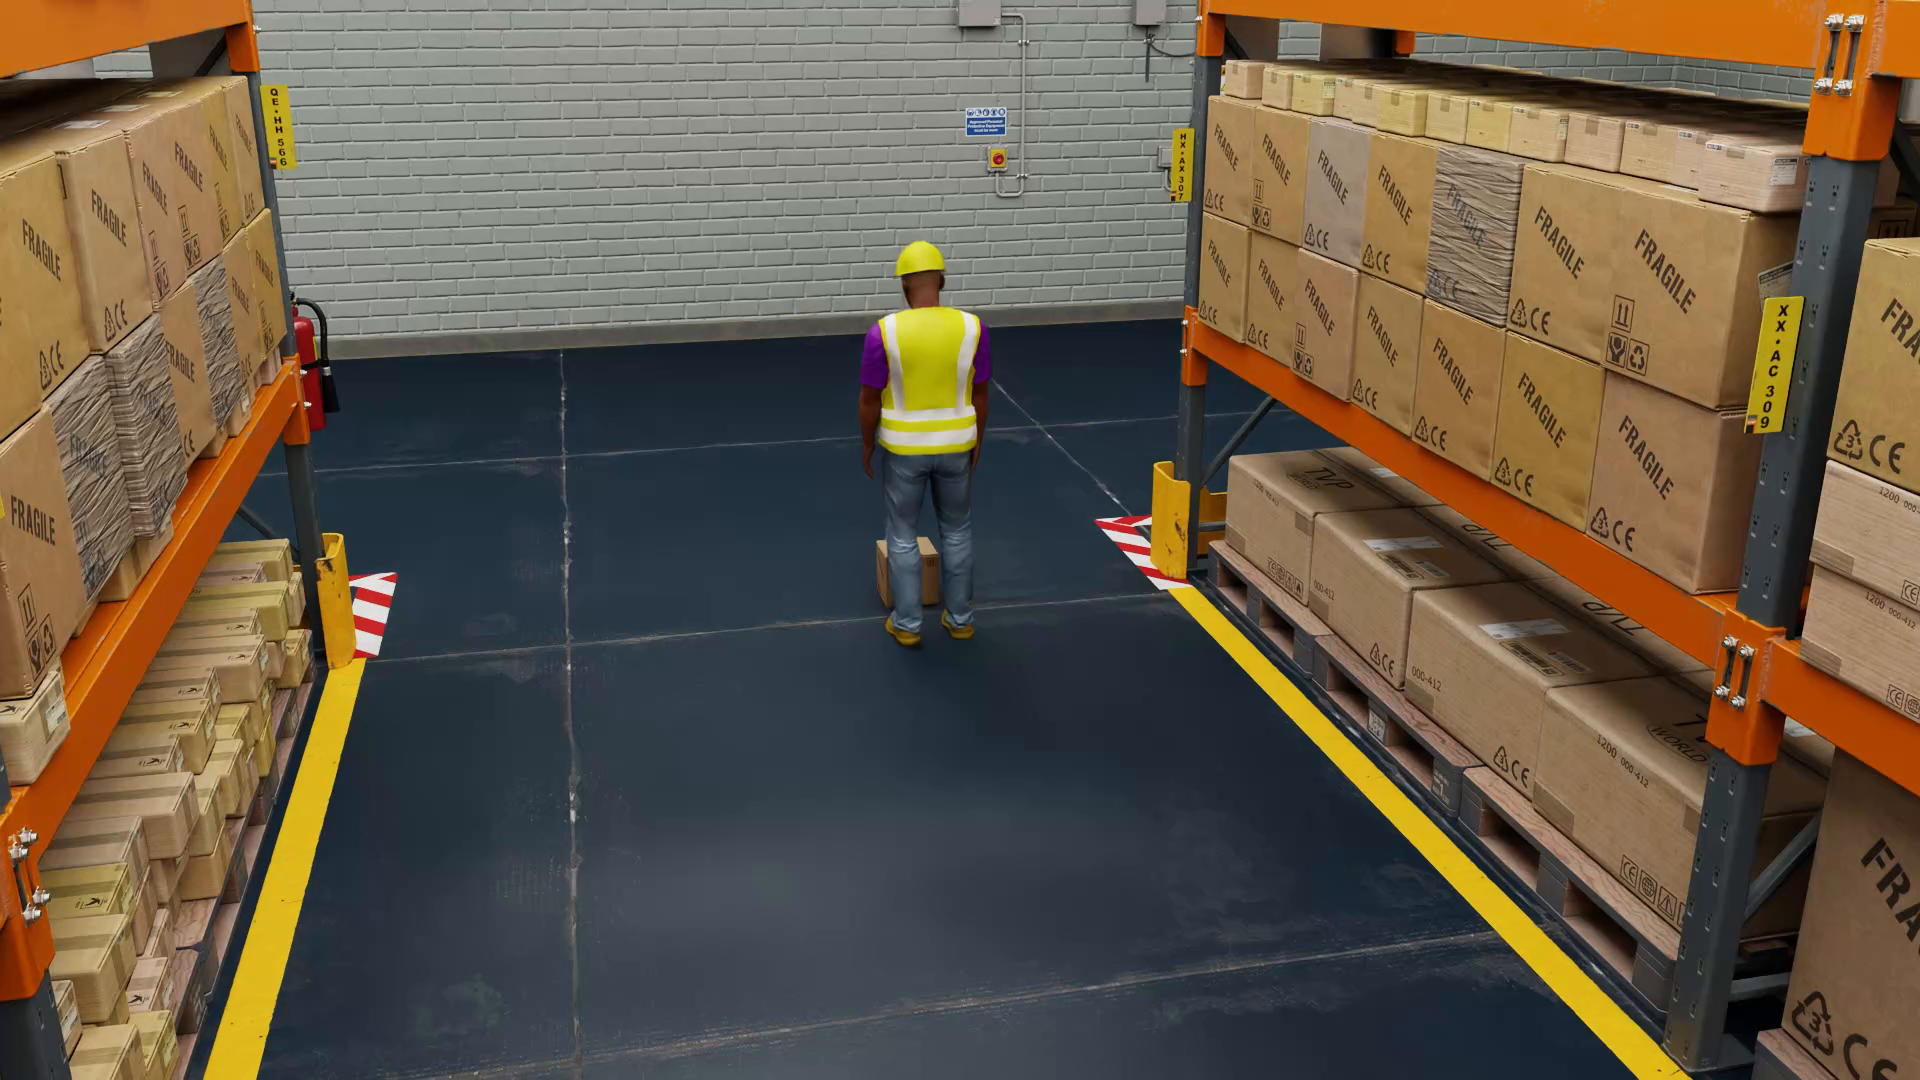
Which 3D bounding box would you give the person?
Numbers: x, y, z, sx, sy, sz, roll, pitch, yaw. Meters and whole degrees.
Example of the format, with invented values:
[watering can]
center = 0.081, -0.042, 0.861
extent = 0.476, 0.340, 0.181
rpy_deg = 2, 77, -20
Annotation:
[person]
center = -0.155, -0.406, 7.197
extent = 0.568, 1.762, 0.371
rpy_deg = -4, 20, -11
